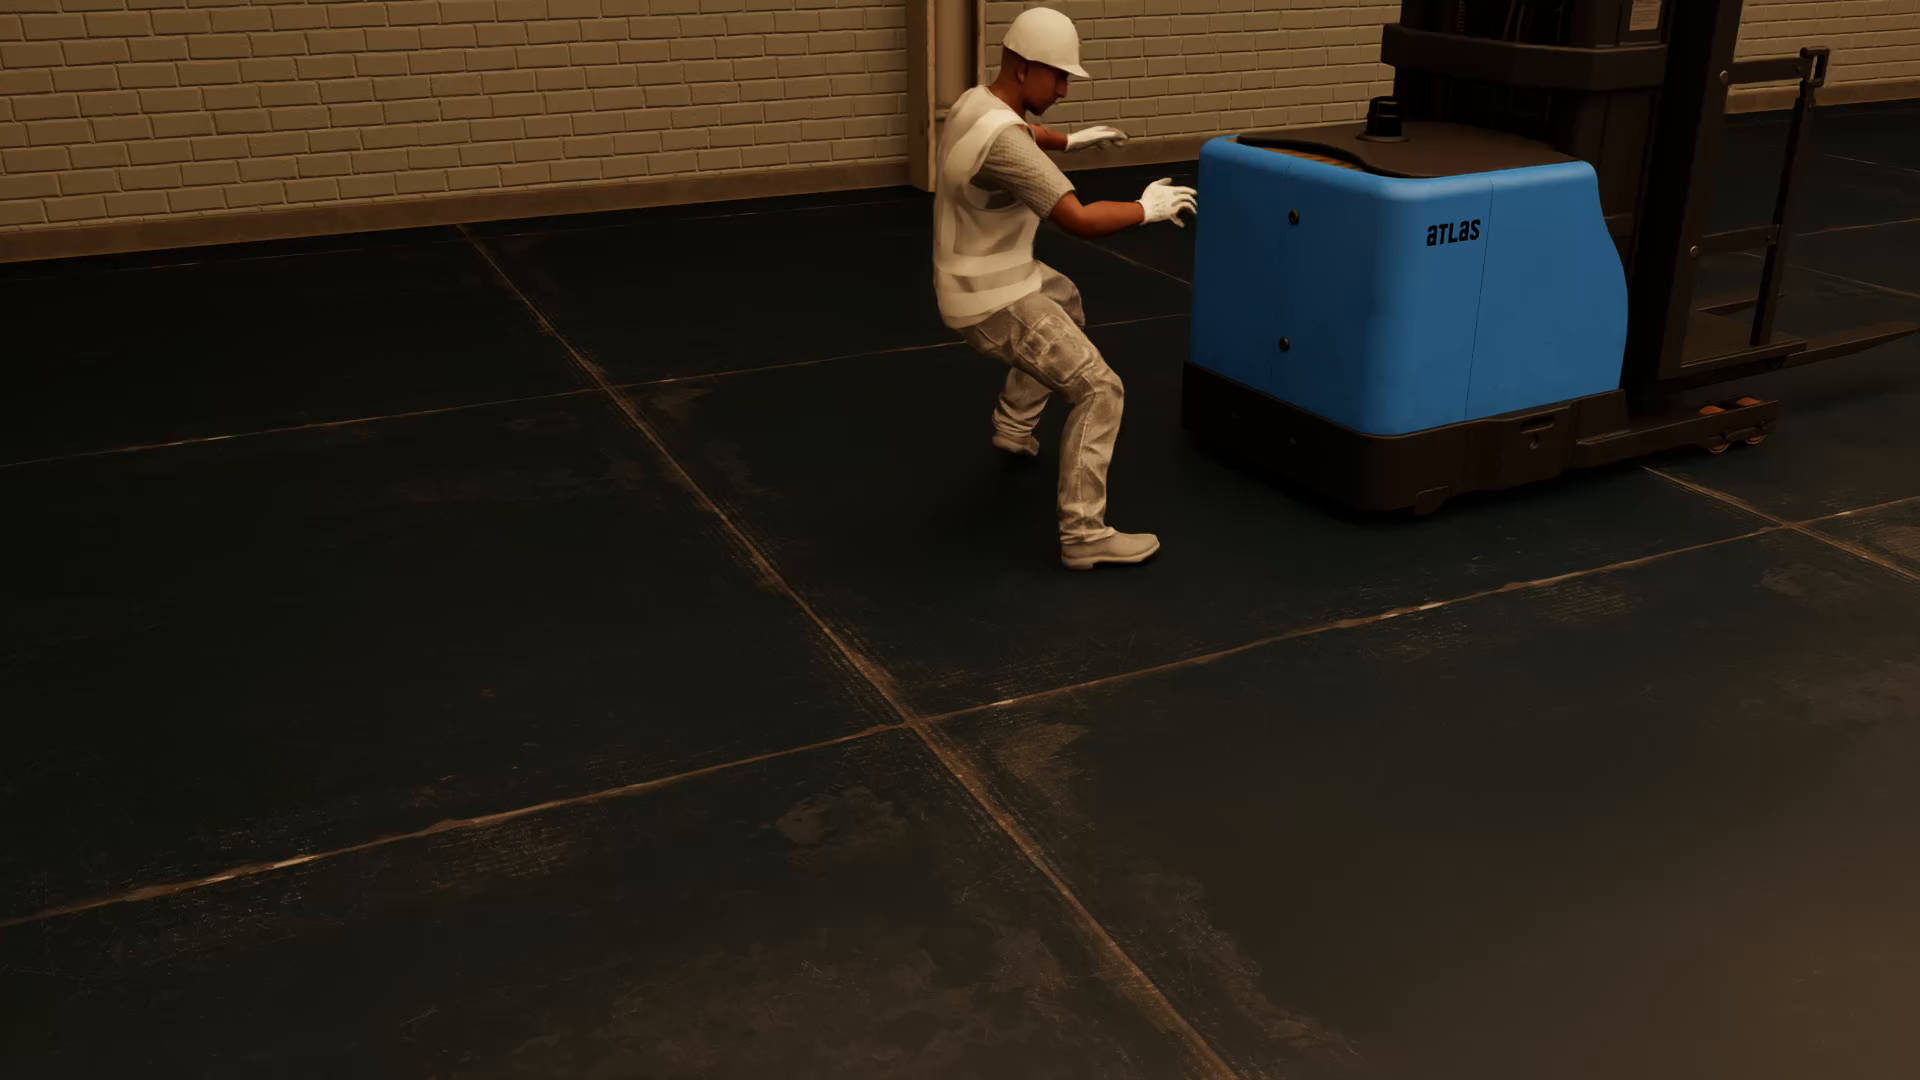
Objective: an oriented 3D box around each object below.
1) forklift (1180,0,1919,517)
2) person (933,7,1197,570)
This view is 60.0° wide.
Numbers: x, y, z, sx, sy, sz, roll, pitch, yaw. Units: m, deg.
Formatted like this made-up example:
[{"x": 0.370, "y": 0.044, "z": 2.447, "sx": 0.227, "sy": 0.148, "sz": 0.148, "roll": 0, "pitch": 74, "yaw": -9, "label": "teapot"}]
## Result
[{"x": 2.322, "y": -1.820, "z": 5.668, "sx": 3.031, "sy": 2.935, "sz": 1.130, "roll": -12, "pitch": 25, "yaw": -27, "label": "forklift"}, {"x": 0.300, "y": -0.823, "z": 5.081, "sx": 0.761, "sy": 1.547, "sz": 1.082, "roll": -1, "pitch": 23, "yaw": -4, "label": "person"}]
